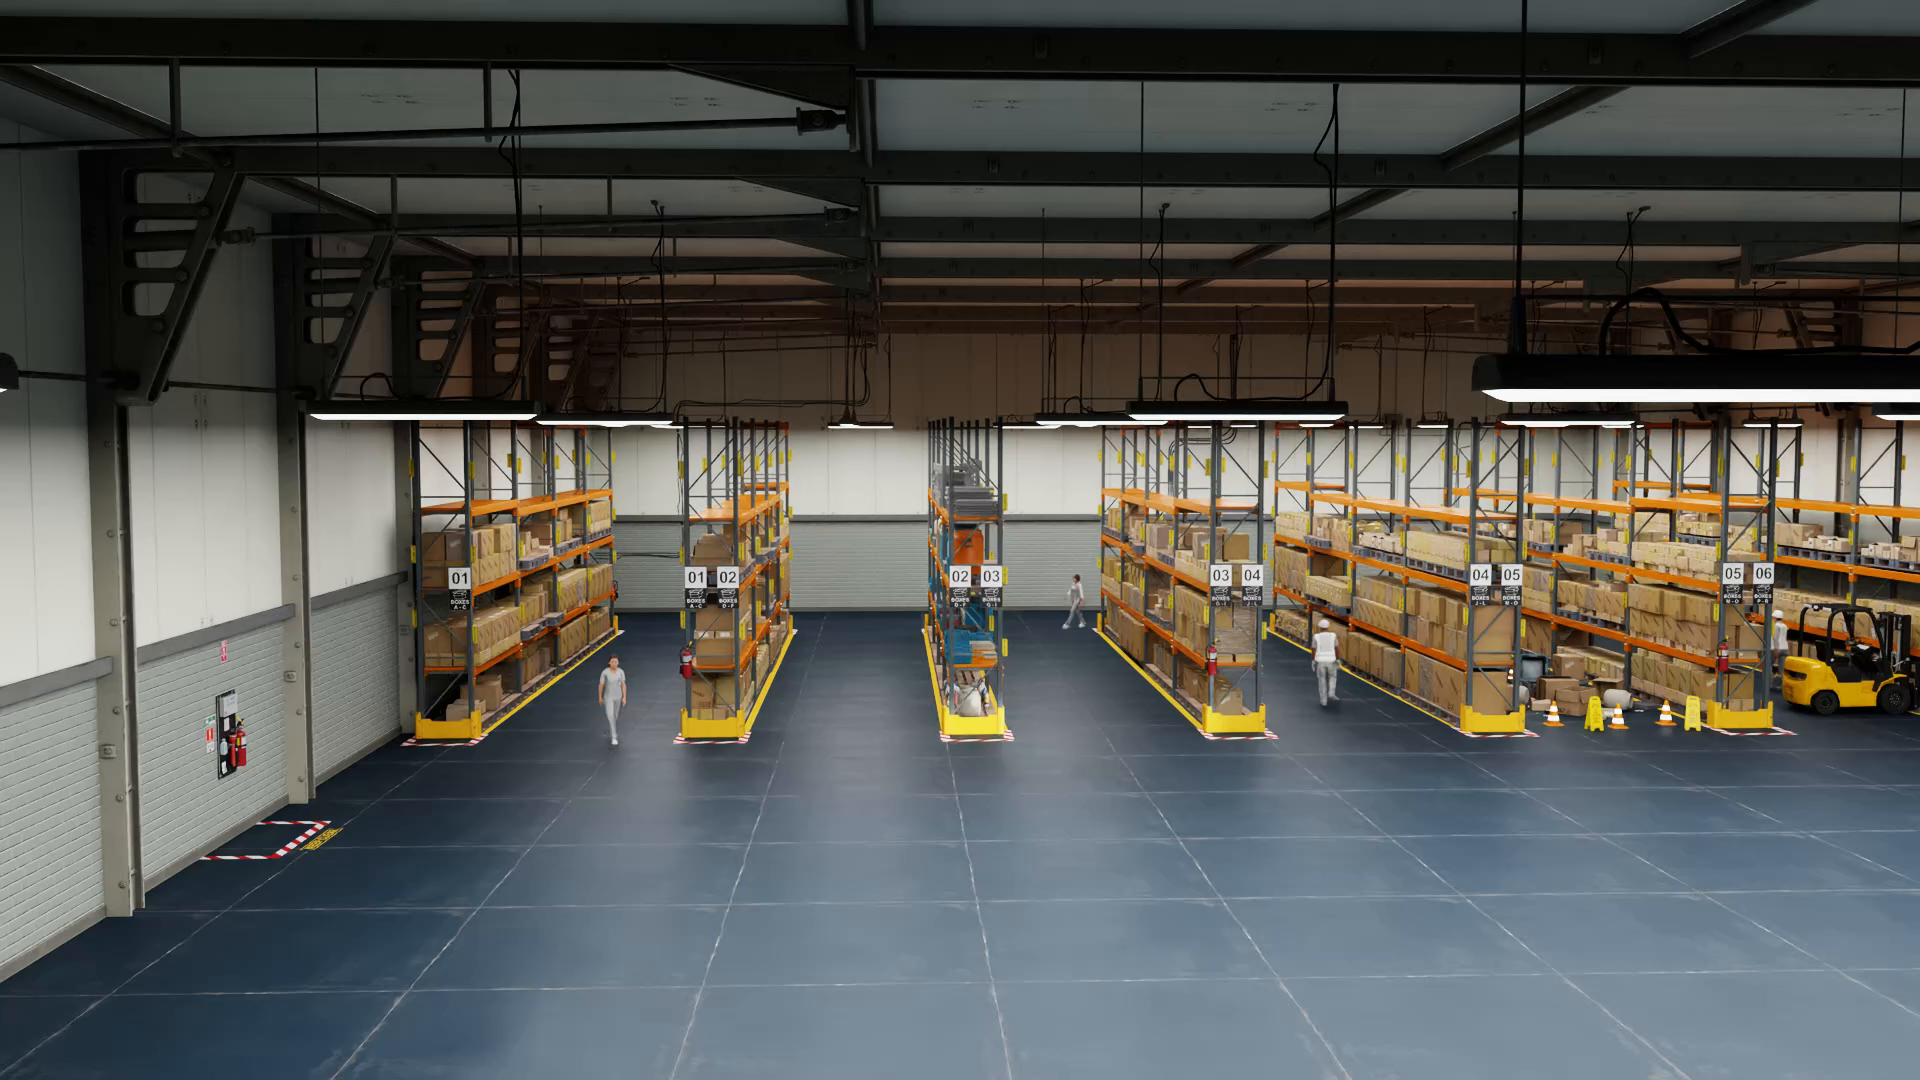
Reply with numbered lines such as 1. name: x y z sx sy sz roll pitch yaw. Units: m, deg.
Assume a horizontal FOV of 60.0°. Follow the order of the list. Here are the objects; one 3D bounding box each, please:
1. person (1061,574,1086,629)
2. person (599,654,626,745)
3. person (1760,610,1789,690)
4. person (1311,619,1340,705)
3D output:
1. person: 3.291 1.771 48.296 0.834 1.558 0.421 -1 4 -20
2. person: -6.336 2.900 30.423 0.473 1.615 1.010 -3 5 -36
3. person: 18.113 2.464 36.757 0.520 1.813 0.624 -1 4 -13
4. person: 7.656 2.557 34.819 0.599 1.775 0.489 1 4 9
